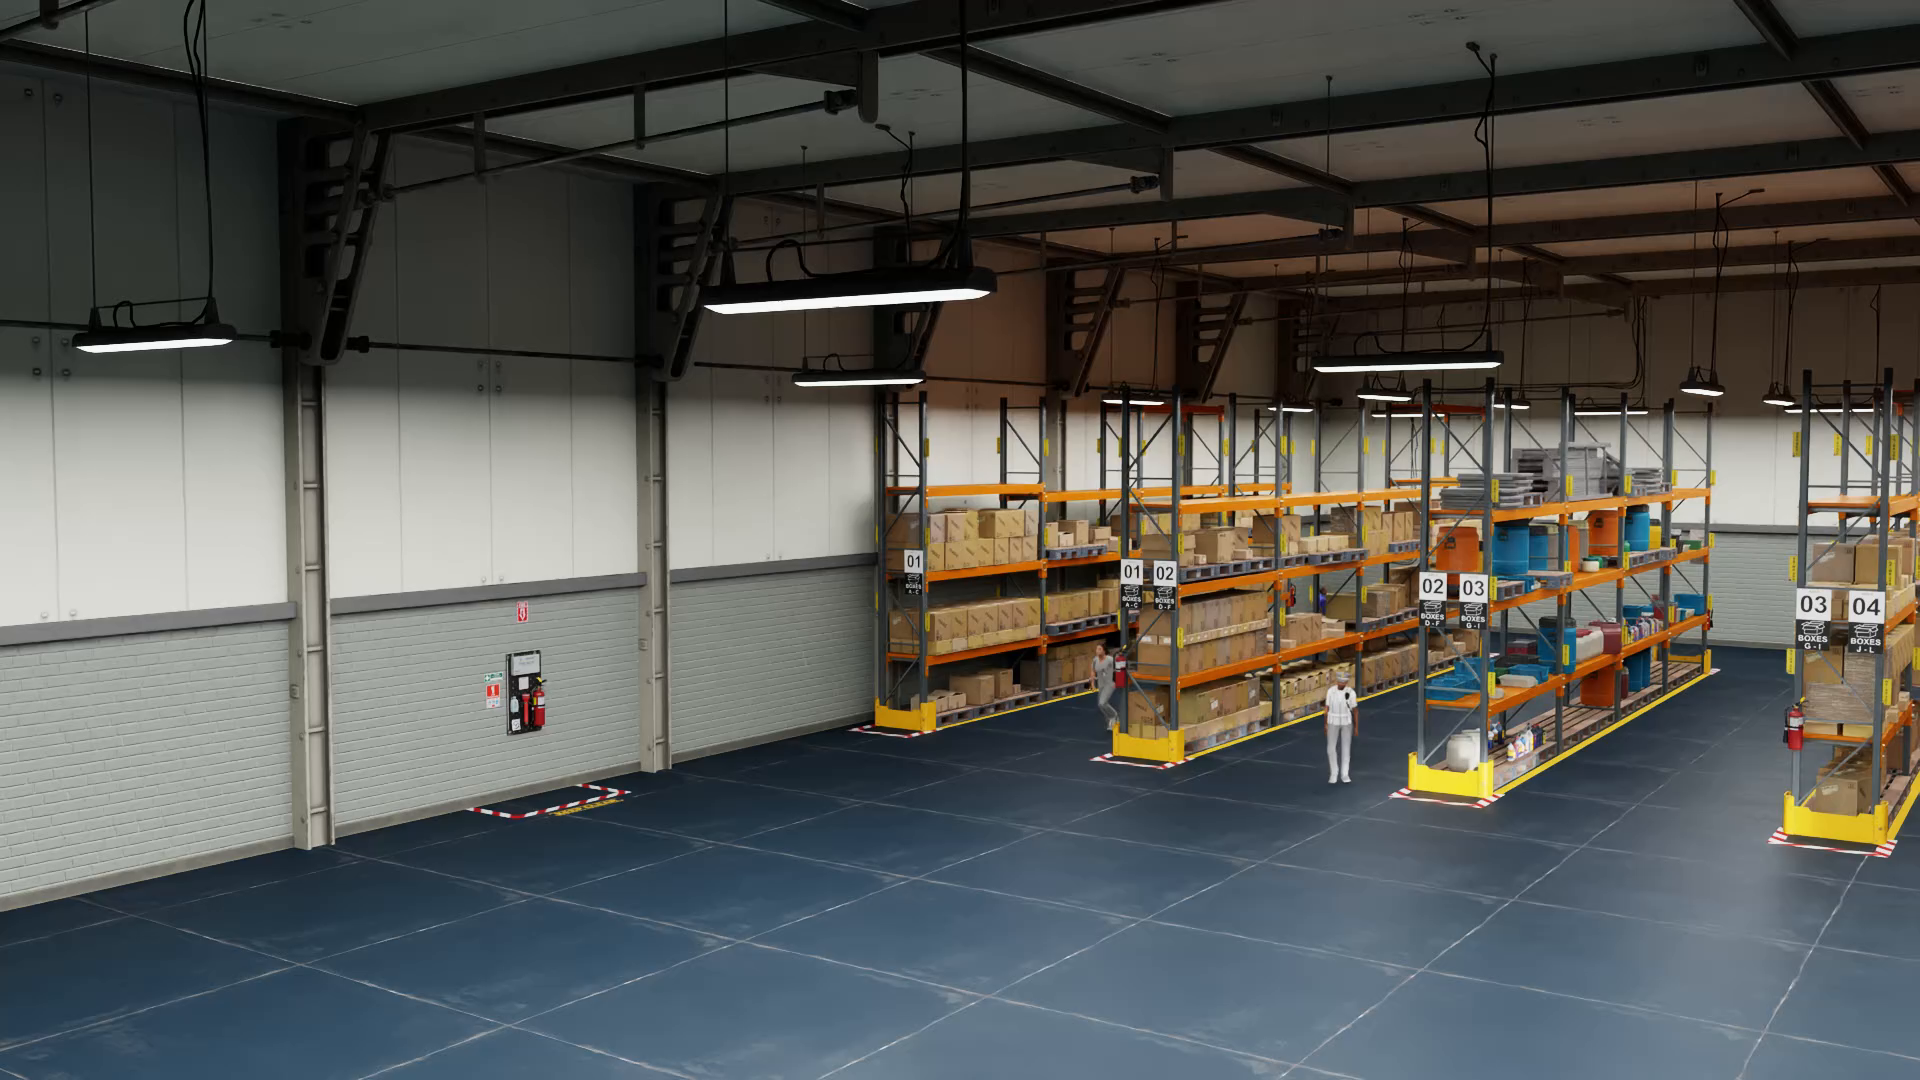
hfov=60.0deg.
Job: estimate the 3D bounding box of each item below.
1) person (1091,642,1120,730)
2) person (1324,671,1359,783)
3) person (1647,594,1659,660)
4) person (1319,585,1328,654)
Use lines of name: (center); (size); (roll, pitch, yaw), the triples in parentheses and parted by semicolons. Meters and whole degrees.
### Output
person: (2.618, 2.584, 29.354); (0.596, 1.583, 0.700); (3, 4, 43)
person: (5.695, 2.824, 24.837); (0.512, 1.745, 0.369); (1, 3, 16)
person: (16.359, 2.031, 39.203); (0.879, 1.551, 0.430); (-2, 4, -38)
person: (8.799, 1.937, 40.517); (0.381, 1.676, 0.506); (0, 3, 2)
